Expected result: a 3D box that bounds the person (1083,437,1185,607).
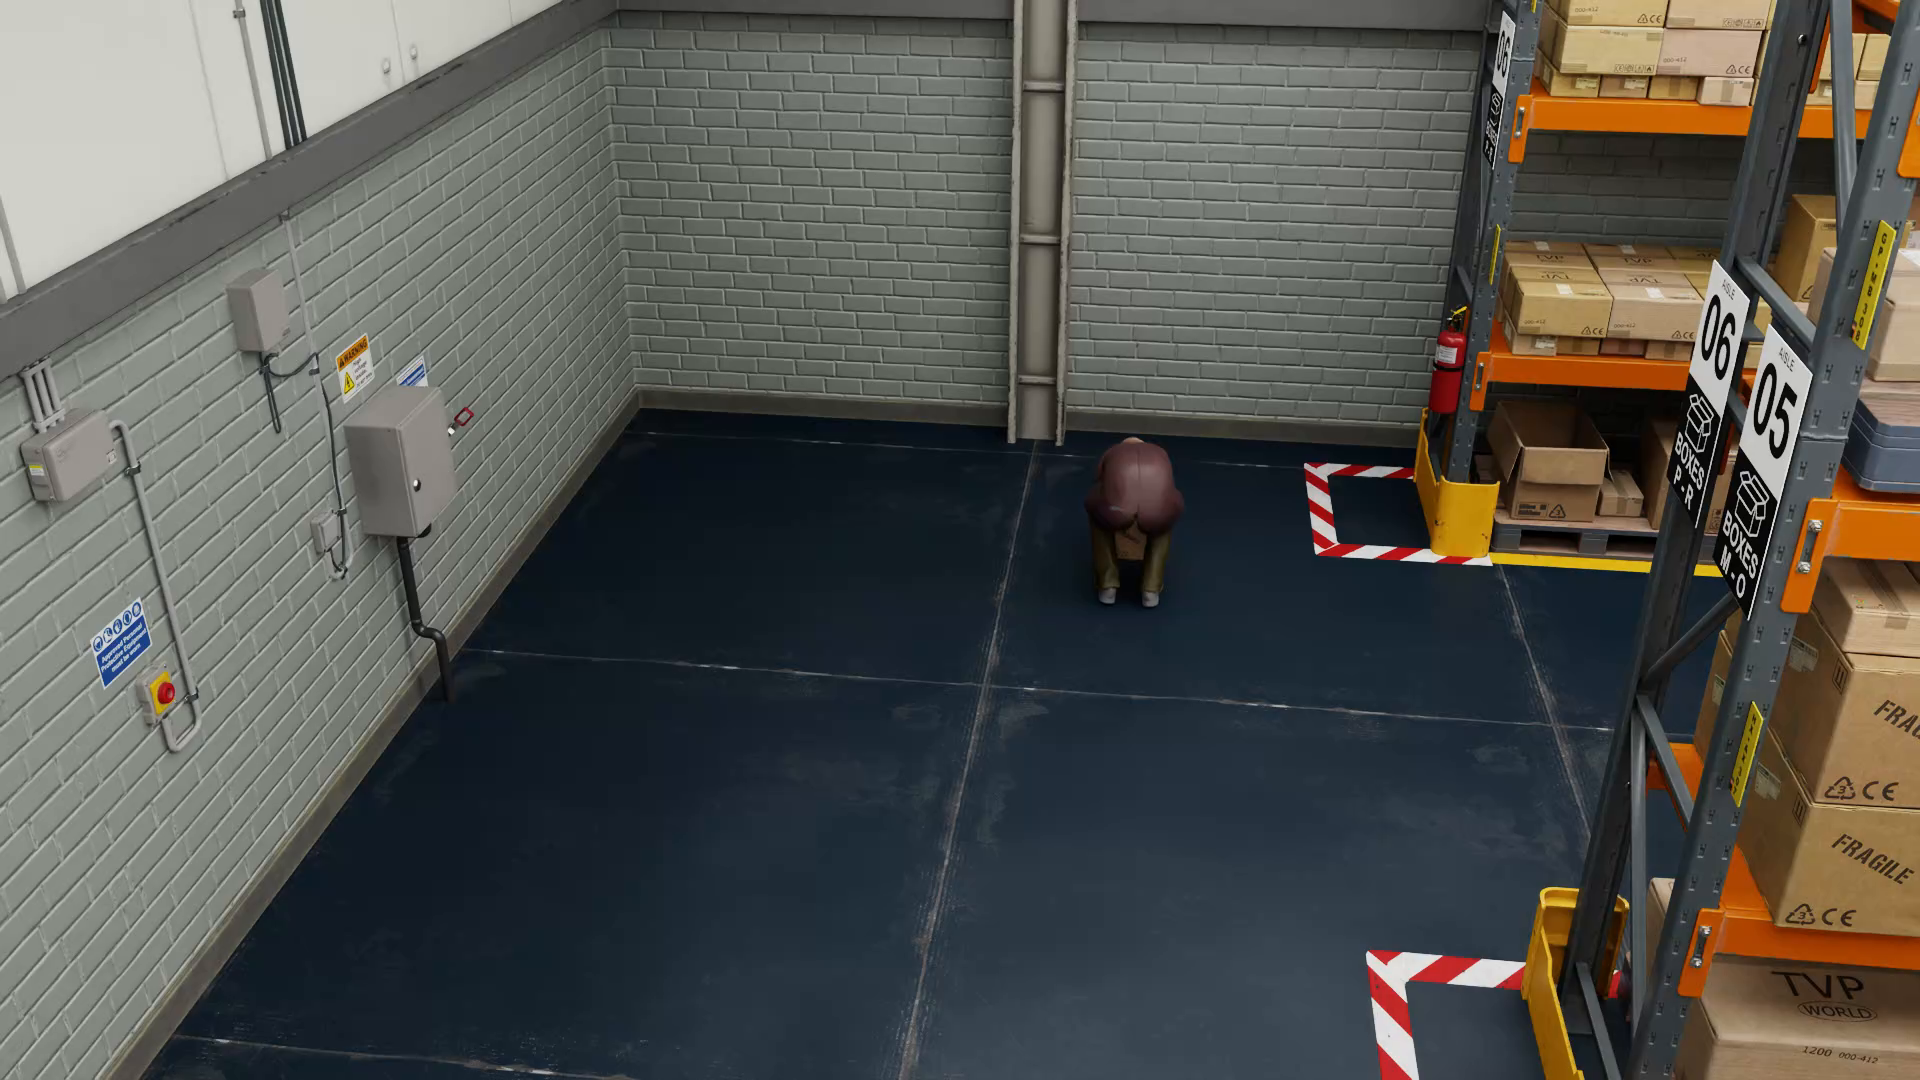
[{"bbox_3d":[1.026,-0.172,9.857,0.595,0.943,0.947,2,28,4],"label":"person"}]
